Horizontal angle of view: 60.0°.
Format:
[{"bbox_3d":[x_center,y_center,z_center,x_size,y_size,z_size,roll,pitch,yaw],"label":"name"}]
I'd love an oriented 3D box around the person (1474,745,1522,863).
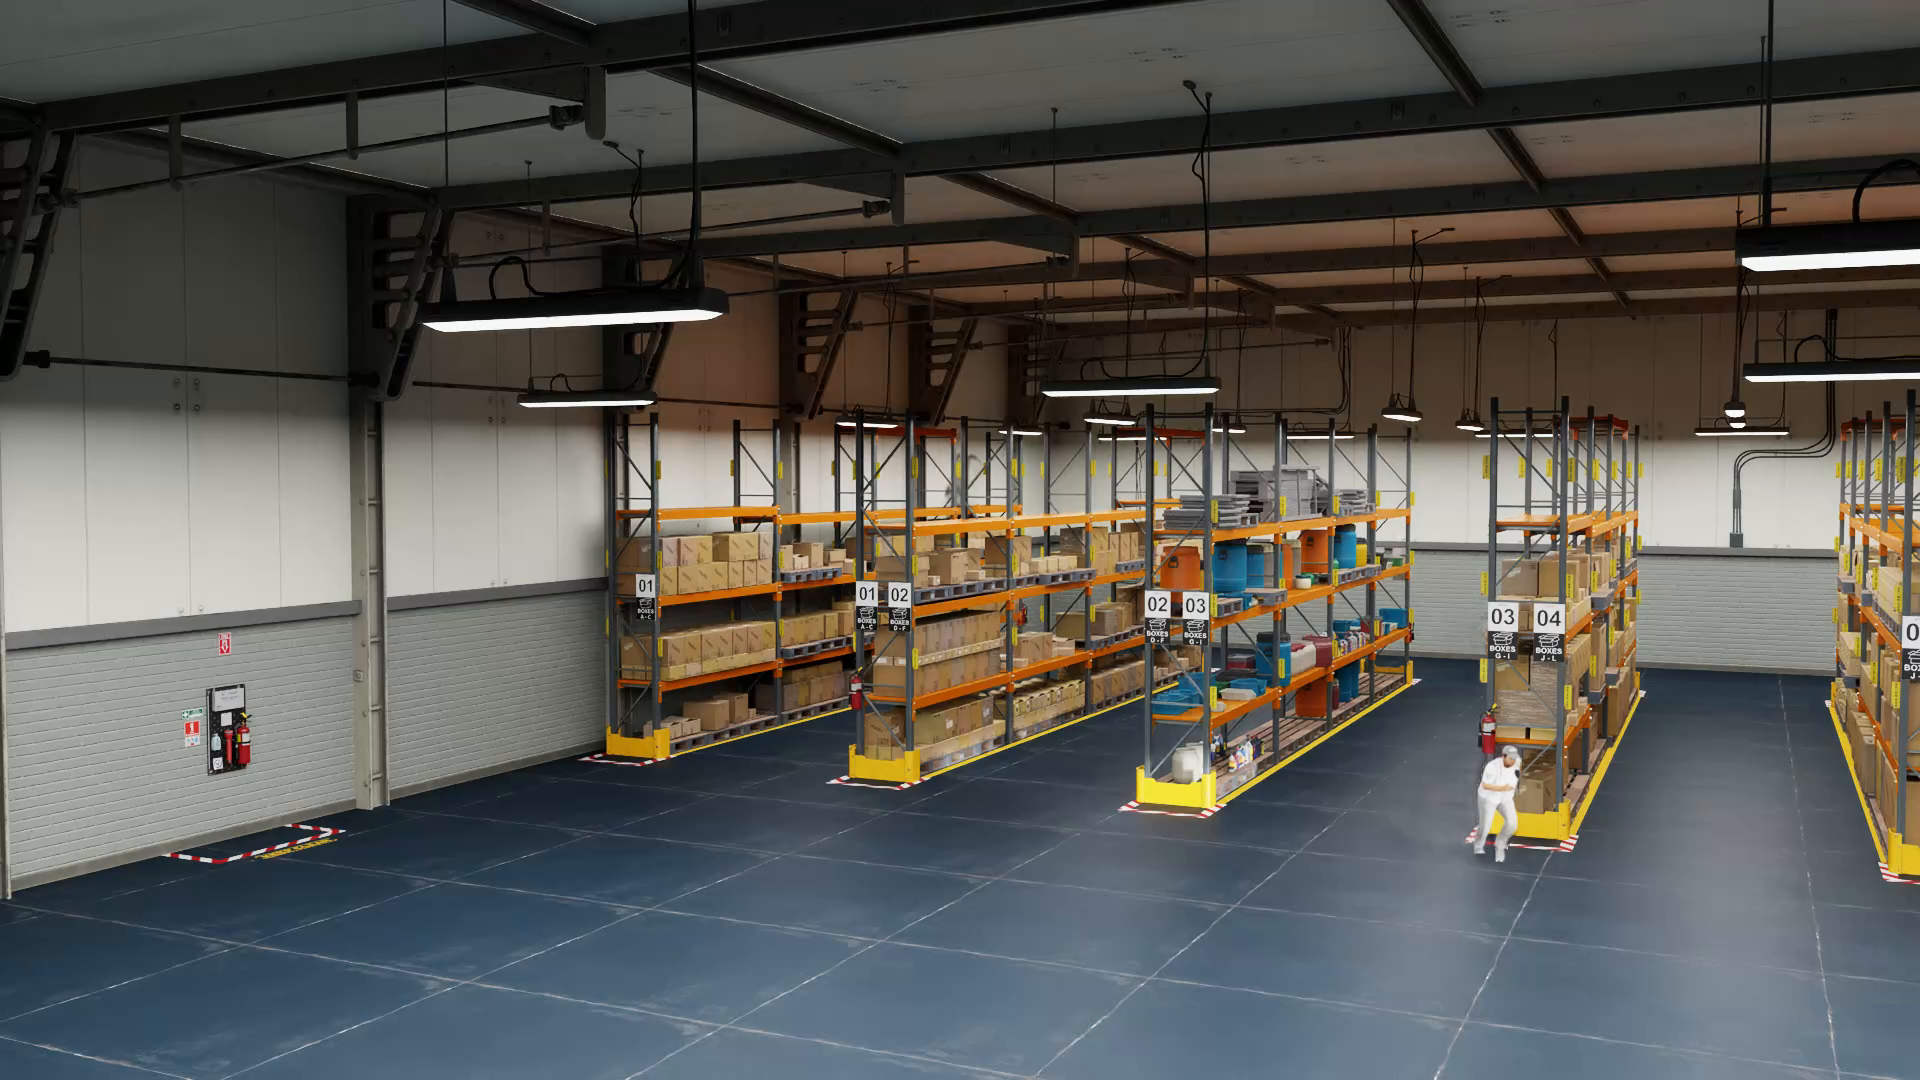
[{"bbox_3d":[6.894,3.350,21.248,0.634,1.556,0.923,-1,2,-12],"label":"person"}]
